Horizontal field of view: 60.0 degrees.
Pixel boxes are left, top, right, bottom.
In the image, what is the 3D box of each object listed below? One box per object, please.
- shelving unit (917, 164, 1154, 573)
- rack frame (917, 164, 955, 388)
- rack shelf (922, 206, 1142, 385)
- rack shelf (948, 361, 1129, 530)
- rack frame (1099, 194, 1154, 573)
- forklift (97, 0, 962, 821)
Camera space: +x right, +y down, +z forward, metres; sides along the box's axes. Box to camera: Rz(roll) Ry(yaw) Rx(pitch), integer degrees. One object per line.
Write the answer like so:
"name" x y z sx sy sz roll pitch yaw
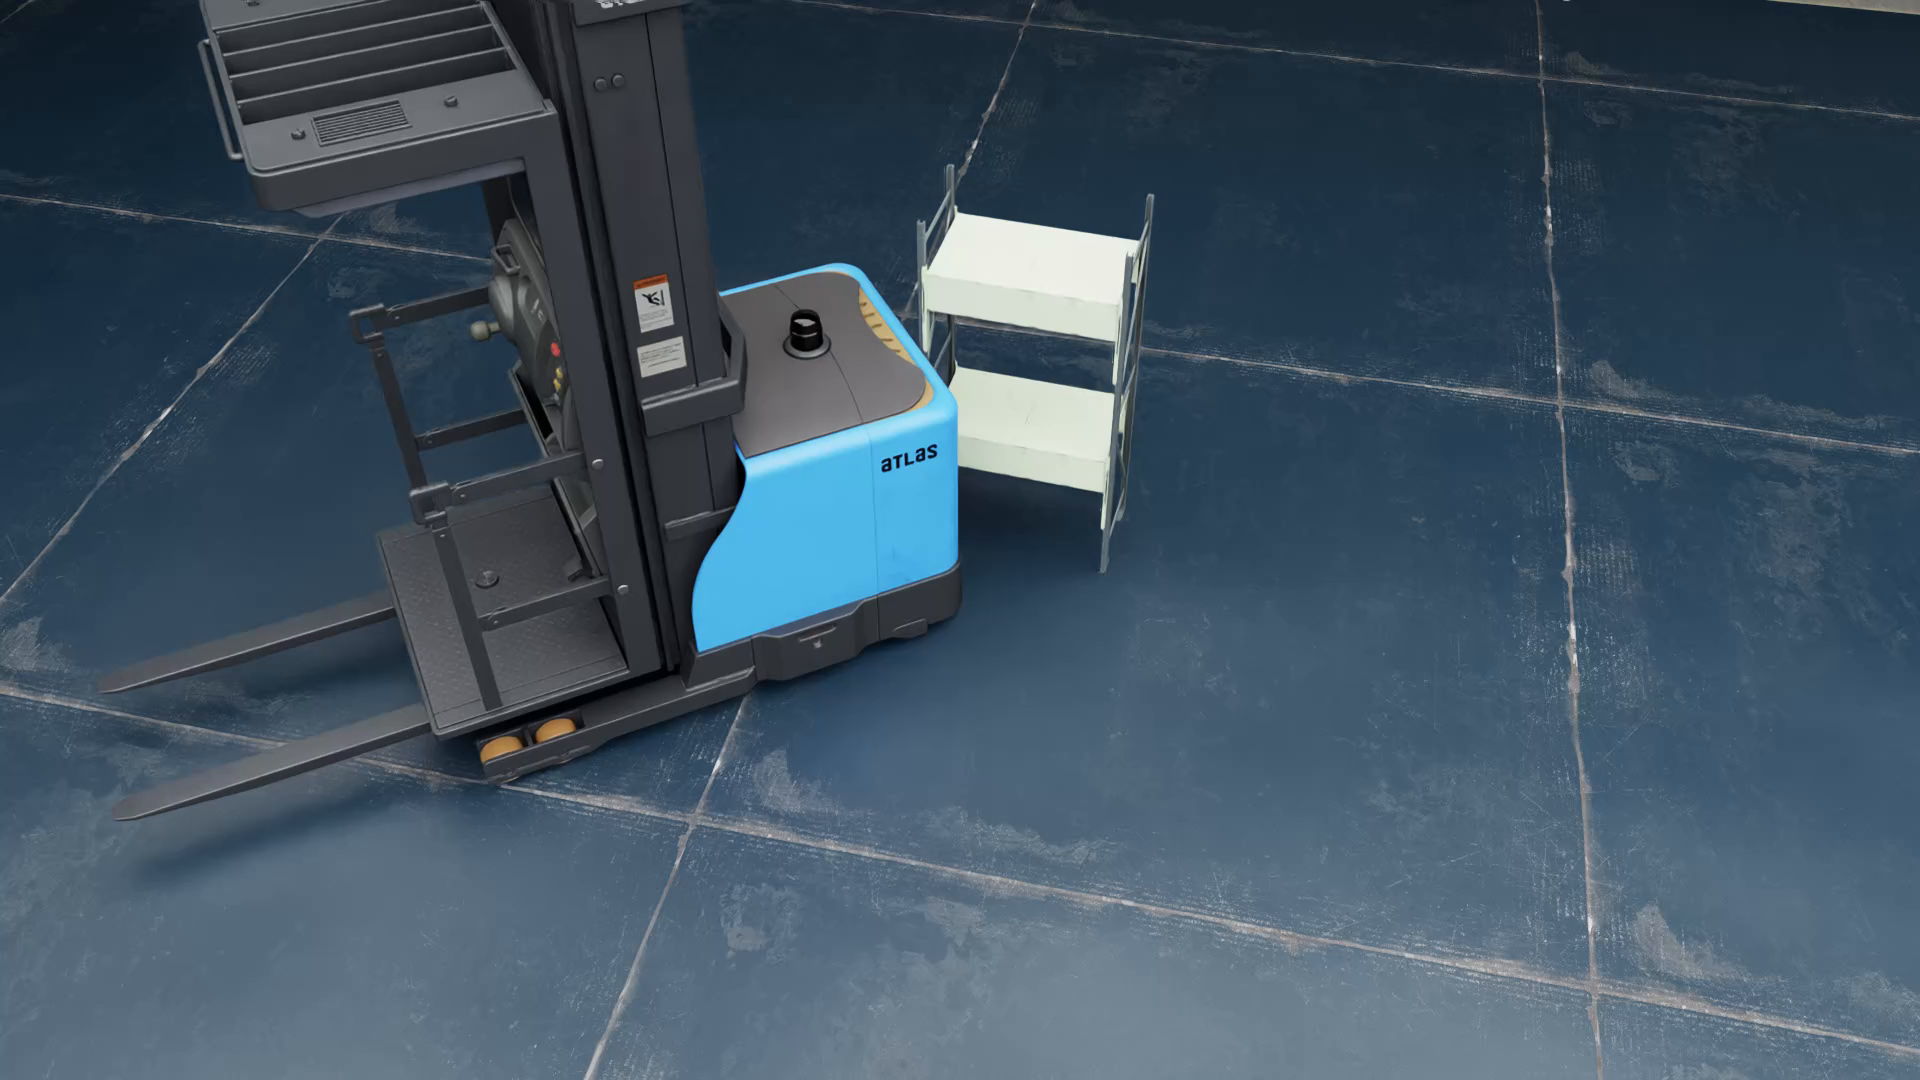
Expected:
"shelving unit" 0.268 -0.612 6.304 0.755 1.500 0.431 11 45 11
"rack frame" -0.085 -0.680 6.375 0.023 1.500 0.400 11 45 11
"rack shelf" 0.268 -0.893 6.033 0.720 0.370 0.431 11 45 11
"rack shelf" 0.268 -0.377 6.530 0.720 0.370 0.431 11 45 11
"rack frame" 0.620 -0.543 6.232 0.023 1.500 0.400 11 45 11
"forklift" -1.552 -0.623 5.284 3.031 2.935 1.130 -18 47 -18
